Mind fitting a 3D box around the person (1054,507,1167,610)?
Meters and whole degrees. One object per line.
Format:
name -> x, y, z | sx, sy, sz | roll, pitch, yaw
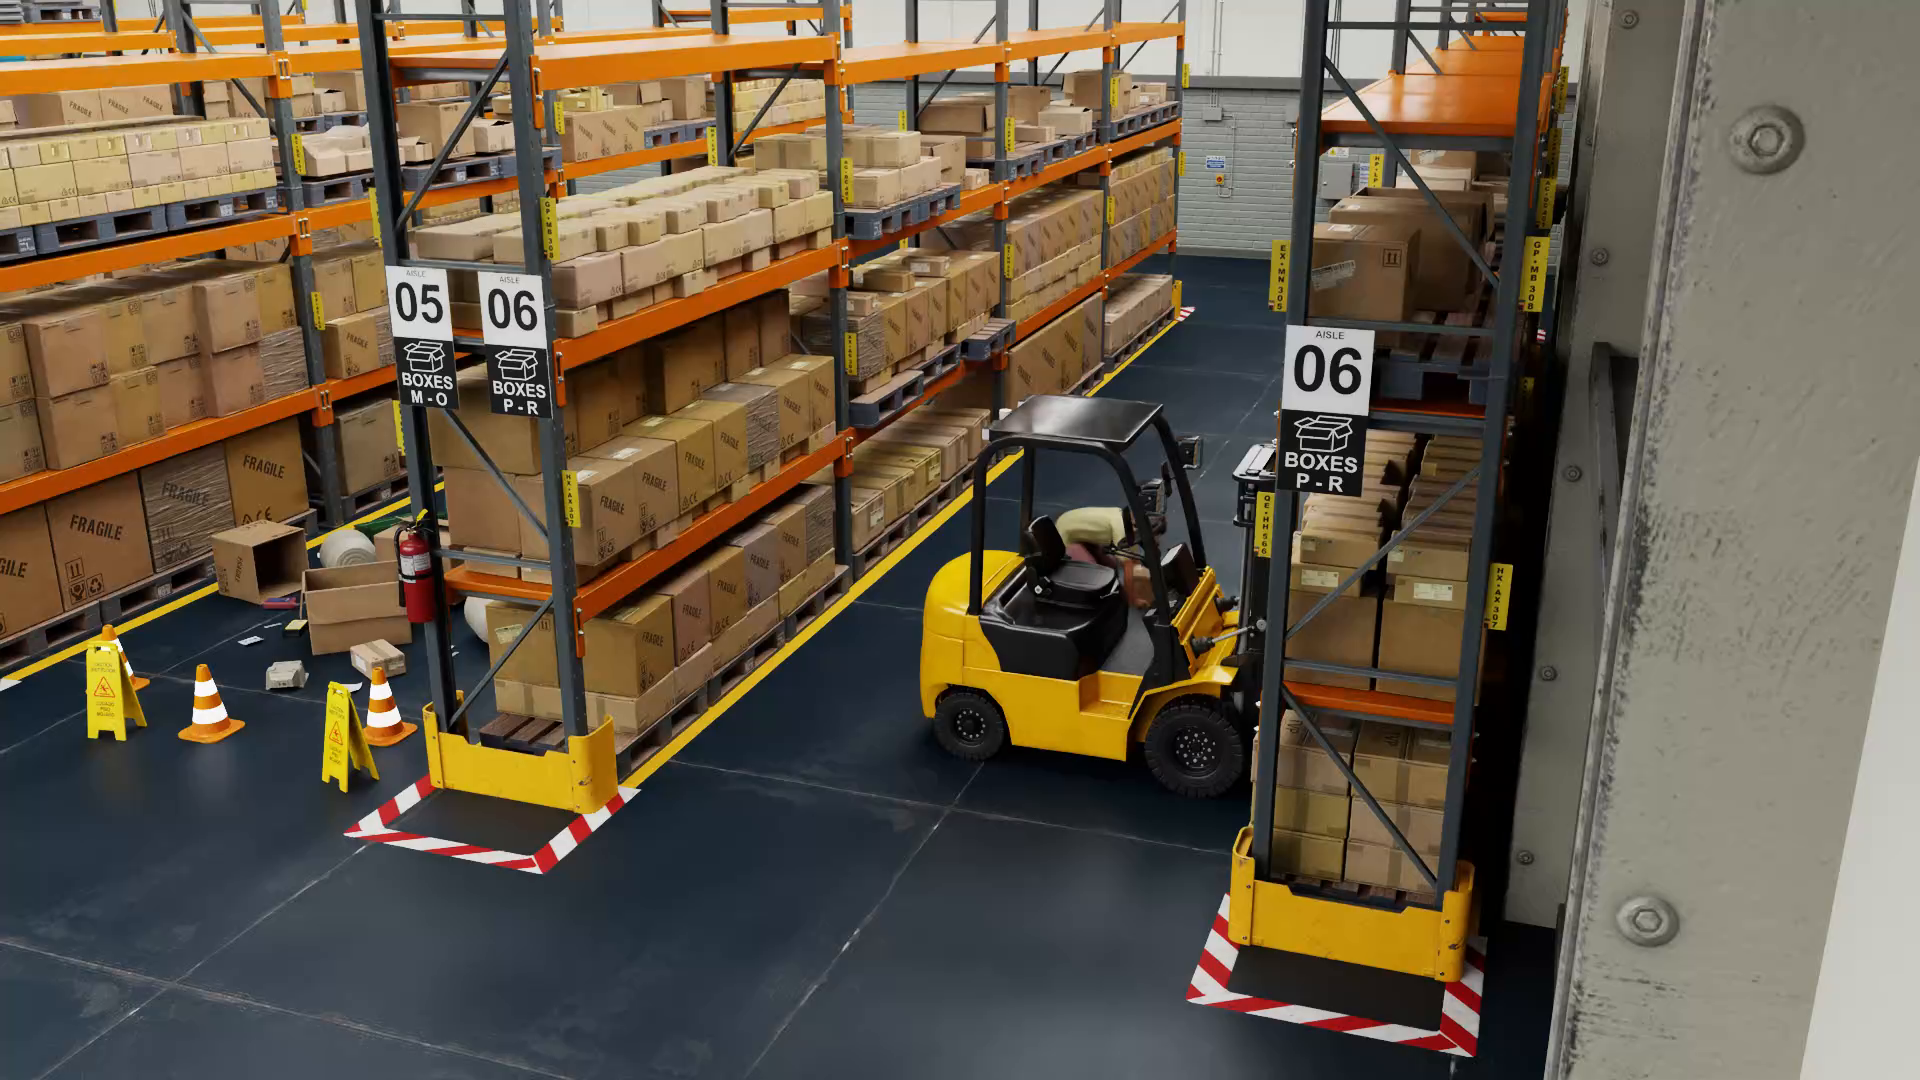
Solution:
person -> 1.098, 0.217, 12.426 | 0.868, 1.032, 0.454 | 5, 19, 16
